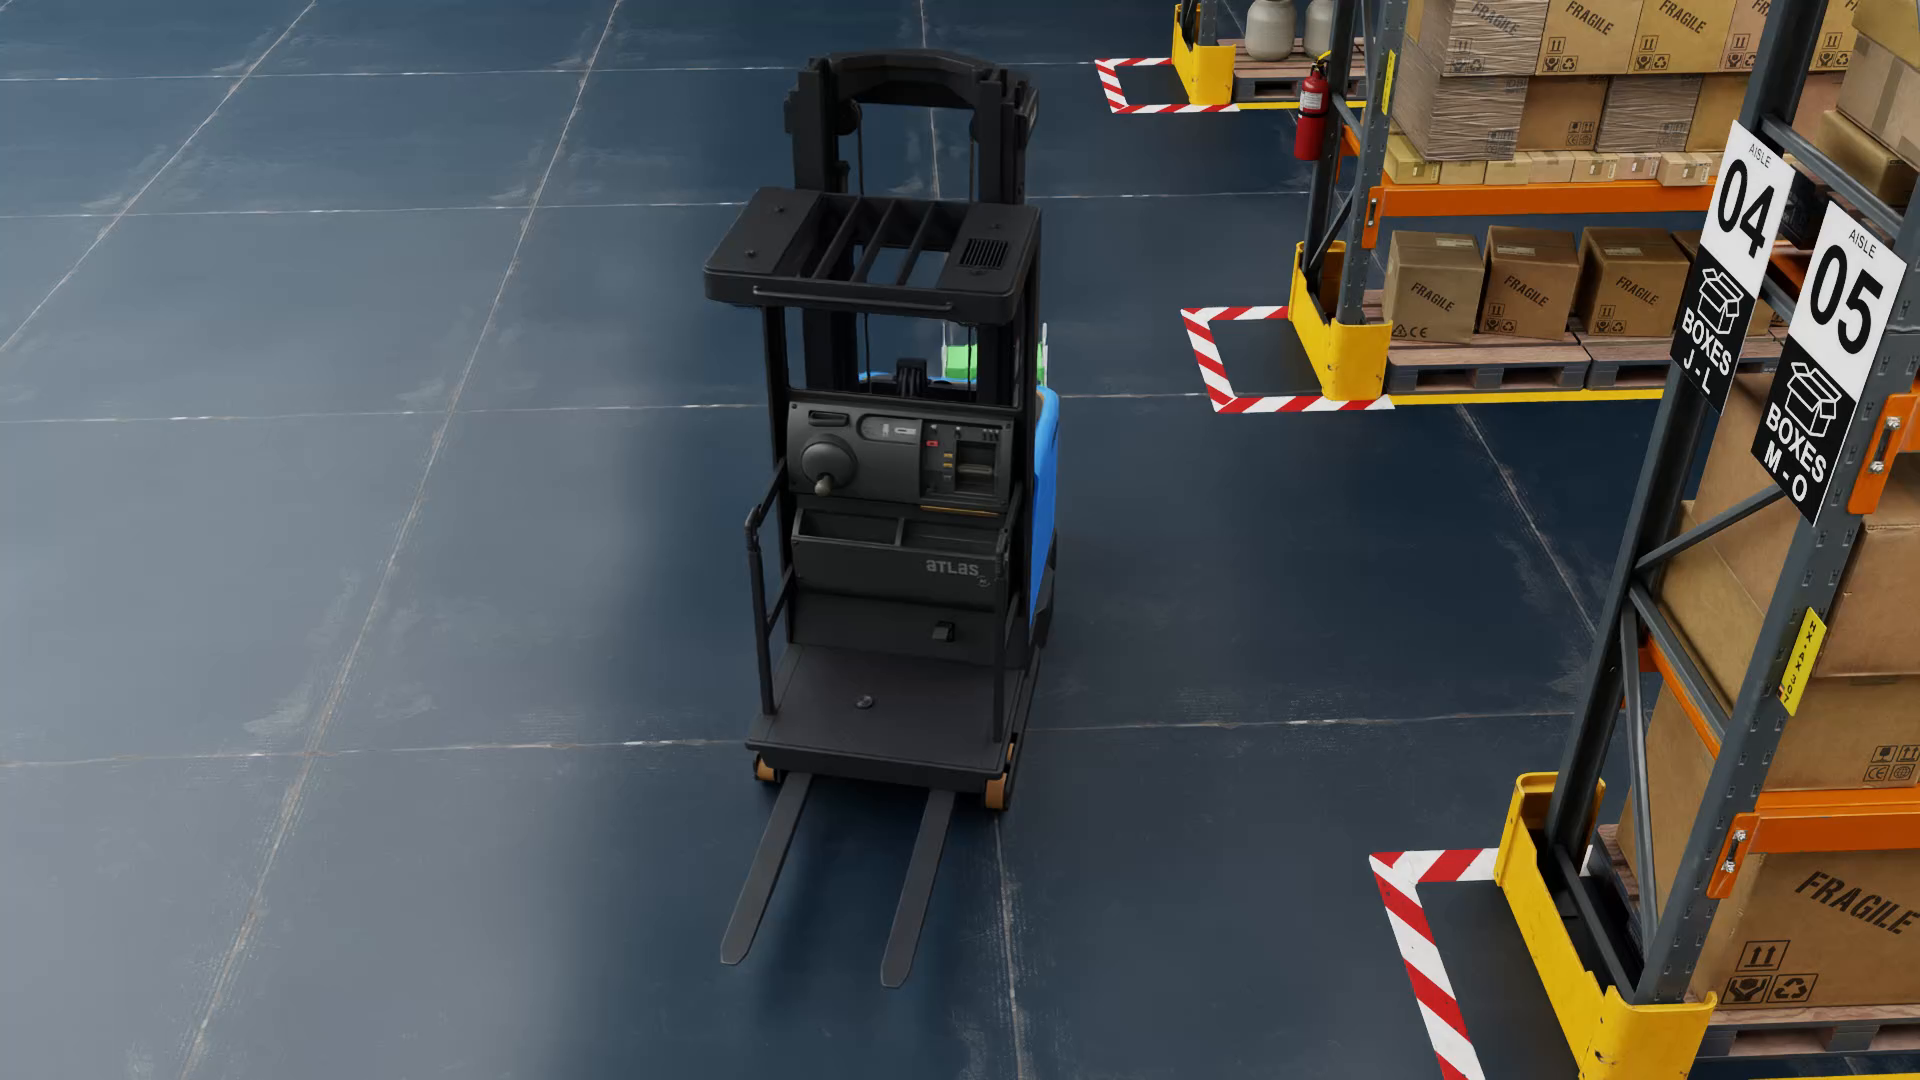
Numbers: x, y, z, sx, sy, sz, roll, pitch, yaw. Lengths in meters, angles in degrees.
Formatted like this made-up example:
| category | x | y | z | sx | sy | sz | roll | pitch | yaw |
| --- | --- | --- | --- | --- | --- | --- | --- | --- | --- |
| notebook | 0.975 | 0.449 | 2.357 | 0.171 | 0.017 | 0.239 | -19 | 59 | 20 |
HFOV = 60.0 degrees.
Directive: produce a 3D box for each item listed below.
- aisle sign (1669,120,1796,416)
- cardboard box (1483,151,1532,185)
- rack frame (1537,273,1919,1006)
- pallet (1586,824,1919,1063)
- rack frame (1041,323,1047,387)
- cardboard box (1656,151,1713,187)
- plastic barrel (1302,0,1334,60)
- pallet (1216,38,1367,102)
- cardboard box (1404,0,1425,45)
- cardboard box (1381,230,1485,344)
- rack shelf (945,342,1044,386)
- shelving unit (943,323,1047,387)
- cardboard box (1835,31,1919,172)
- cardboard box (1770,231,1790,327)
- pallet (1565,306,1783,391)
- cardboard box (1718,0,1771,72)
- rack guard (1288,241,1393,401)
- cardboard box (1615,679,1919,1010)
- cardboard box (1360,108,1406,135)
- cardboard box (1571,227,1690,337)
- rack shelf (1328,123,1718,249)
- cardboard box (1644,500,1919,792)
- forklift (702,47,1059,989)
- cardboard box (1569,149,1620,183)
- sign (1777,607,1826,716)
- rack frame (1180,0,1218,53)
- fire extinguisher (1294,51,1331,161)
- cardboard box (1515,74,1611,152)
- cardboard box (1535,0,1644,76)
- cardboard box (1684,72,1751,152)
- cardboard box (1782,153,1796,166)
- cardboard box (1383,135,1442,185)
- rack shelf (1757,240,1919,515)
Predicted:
| category | x | y | z | sx | sy | sz | roll | pitch | yaw |
| --- | --- | --- | --- | --- | --- | --- | --- | --- | --- |
| aisle sign | 2.310 | -0.813 | 5.005 | 0.004 | 0.787 | 0.394 | -2 | 35 | -2 |
| cardboard box | 3.058 | -2.161 | 9.457 | 0.250 | 0.149 | 0.380 | -2 | 35 | -2 |
| rack frame | 2.395 | 0.425 | 5.501 | 0.127 | 3.000 | 1.000 | -2 | 35 | -2 |
| pallet | 3.190 | 1.505 | 6.390 | 1.213 | 0.211 | 1.003 | -2 | 35 | -2 |
| rack frame | 0.414 | -0.505 | 8.425 | 0.015 | 1.200 | 0.240 | 0 | 35 | 1 |
| cardboard box | 4.060 | -2.152 | 9.444 | 0.250 | 0.149 | 0.380 | -2 | 35 | -2 |
| plastic barrel | 3.181 | -4.437 | 14.343 | 0.421 | 0.512 | 0.421 | 0 | 35 | 0 |
| pallet | 2.912 | -4.114 | 14.509 | 1.213 | 0.211 | 1.003 | -2 | 35 | -2 |
| cardboard box | 2.799 | -3.128 | 9.405 | 0.500 | 0.500 | 0.500 | -2 | 35 | -2 |
| cardboard box | 2.886 | -1.550 | 10.181 | 0.500 | 0.500 | 0.500 | 5 | 35 | 7 |
| rack shelf | 0.170 | -0.849 | 8.192 | 0.480 | 0.148 | 0.258 | 0 | 35 | 1 |
| shelving unit | 0.170 | -0.507 | 8.428 | 0.503 | 1.200 | 0.258 | 0 | 35 | 1 |
| cardboard box | 2.871 | -1.255 | 4.706 | 0.500 | 0.250 | 0.500 | -1 | 35 | -2 |
| cardboard box | 5.284 | -1.642 | 10.315 | 0.500 | 0.500 | 0.500 | 9 | 36 | 13 |
| pallet | 4.366 | -1.286 | 10.423 | 1.213 | 0.211 | 1.003 | -2 | 35 | -2 |
| cardboard box | 4.322 | -2.873 | 9.037 | 0.500 | 0.500 | 0.500 | -2 | 35 | -2 |
| rack guard | 2.337 | -1.372 | 10.293 | 0.348 | 0.500 | 1.175 | -2 | 35 | -2 |
| cardboard box | 3.070 | 1.070 | 6.067 | 0.875 | 0.875 | 0.875 | -1 | 35 | -2 |
| cardboard box | 2.536 | -2.419 | 9.831 | 0.250 | 0.149 | 0.380 | -2 | 35 | -2 |
| cardboard box | 4.108 | -1.591 | 10.241 | 0.500 | 0.500 | 0.500 | 2 | 35 | 2 |
| rack shelf | 4.259 | -2.156 | 9.861 | 4.000 | 0.370 | 1.077 | -2 | 35 | -2 |
| cardboard box | 2.764 | 0.327 | 5.510 | 0.550 | 0.550 | 0.875 | -2 | 35 | -2 |
| forklift | -0.282 | -0.282 | 6.581 | 1.130 | 2.935 | 3.031 | 6 | 35 | 8 |
| cardboard box | 3.557 | -2.182 | 9.487 | 0.250 | 0.149 | 0.380 | -2 | 35 | -2 |
| sign | 2.416 | 0.352 | 4.776 | 0.005 | 0.325 | 0.100 | -2 | 35 | -2 |
| rack frame | 2.027 | -5.213 | 13.647 | 0.127 | 3.000 | 1.000 | -2 | 35 | -2 |
| fire extinguisher | 2.125 | -2.625 | 9.975 | 0.183 | 0.674 | 0.296 | -2 | 35 | -2 |
| cardboard box | 3.306 | -2.642 | 9.582 | 0.500 | 0.500 | 0.875 | -2 | 35 | -2 |
| cardboard box | 3.323 | -2.842 | 8.992 | 0.500 | 0.500 | 0.500 | -2 | 35 | -2 |
| cardboard box | 4.307 | -2.638 | 9.576 | 0.500 | 0.500 | 0.875 | -2 | 35 | -2 |
| cardboard box | 4.557 | -2.197 | 9.510 | 0.250 | 0.149 | 0.380 | -2 | 35 | -2 |
| cardboard box | 2.557 | -2.167 | 9.465 | 0.250 | 0.149 | 0.380 | -2 | 35 | -2 |
| rack shelf | 4.393 | -0.567 | 4.930 | 4.000 | 0.370 | 1.077 | -2 | 35 | -2 |
